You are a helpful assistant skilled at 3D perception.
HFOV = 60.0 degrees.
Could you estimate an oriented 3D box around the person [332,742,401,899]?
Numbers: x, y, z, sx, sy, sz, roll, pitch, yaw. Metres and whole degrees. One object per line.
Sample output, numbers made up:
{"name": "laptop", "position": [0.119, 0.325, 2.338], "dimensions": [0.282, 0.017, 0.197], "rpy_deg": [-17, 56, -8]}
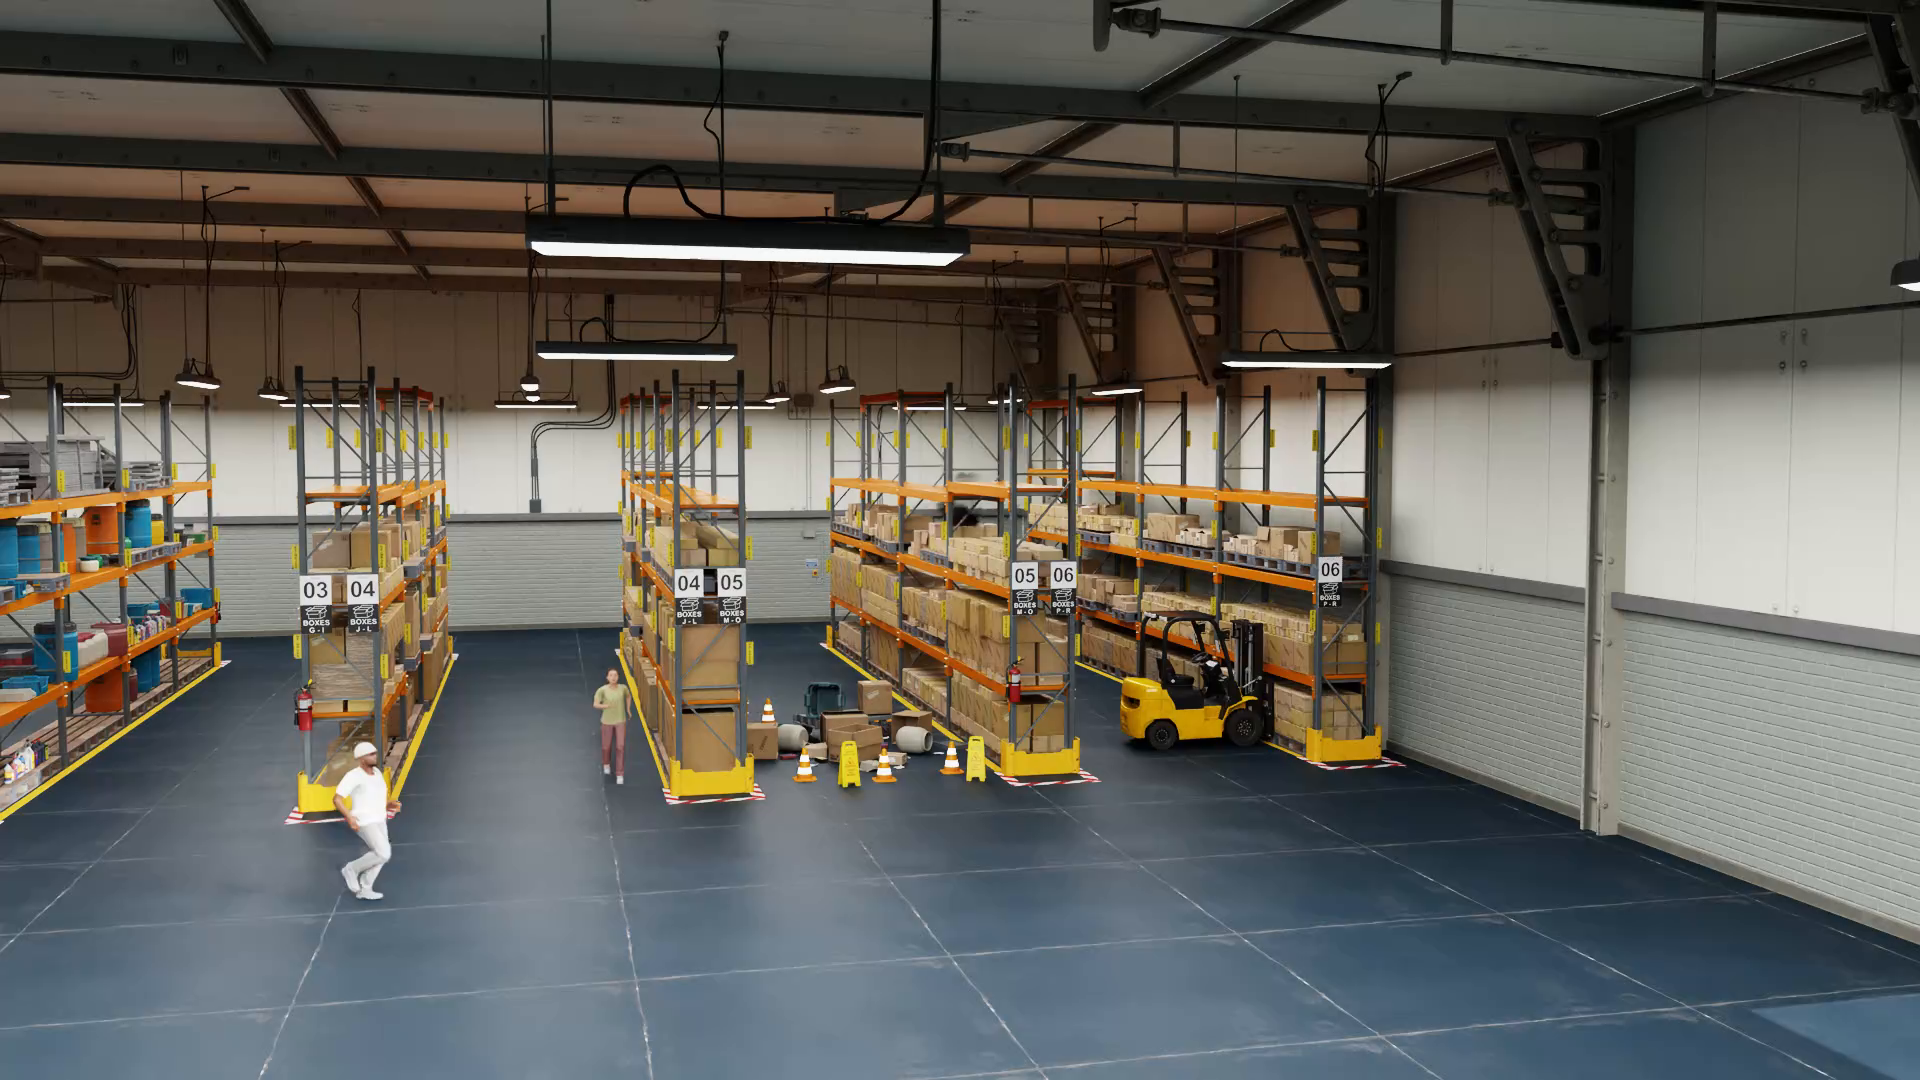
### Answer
{"name": "person", "position": [-6.406, 3.059, 18.102], "dimensions": [0.565, 1.720, 0.698], "rpy_deg": [1, 3, 12]}

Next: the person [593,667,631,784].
{"name": "person", "position": [-5.085, 2.687, 24.389], "dimensions": [0.574, 1.653, 0.970], "rpy_deg": [-1, 4, -18]}
